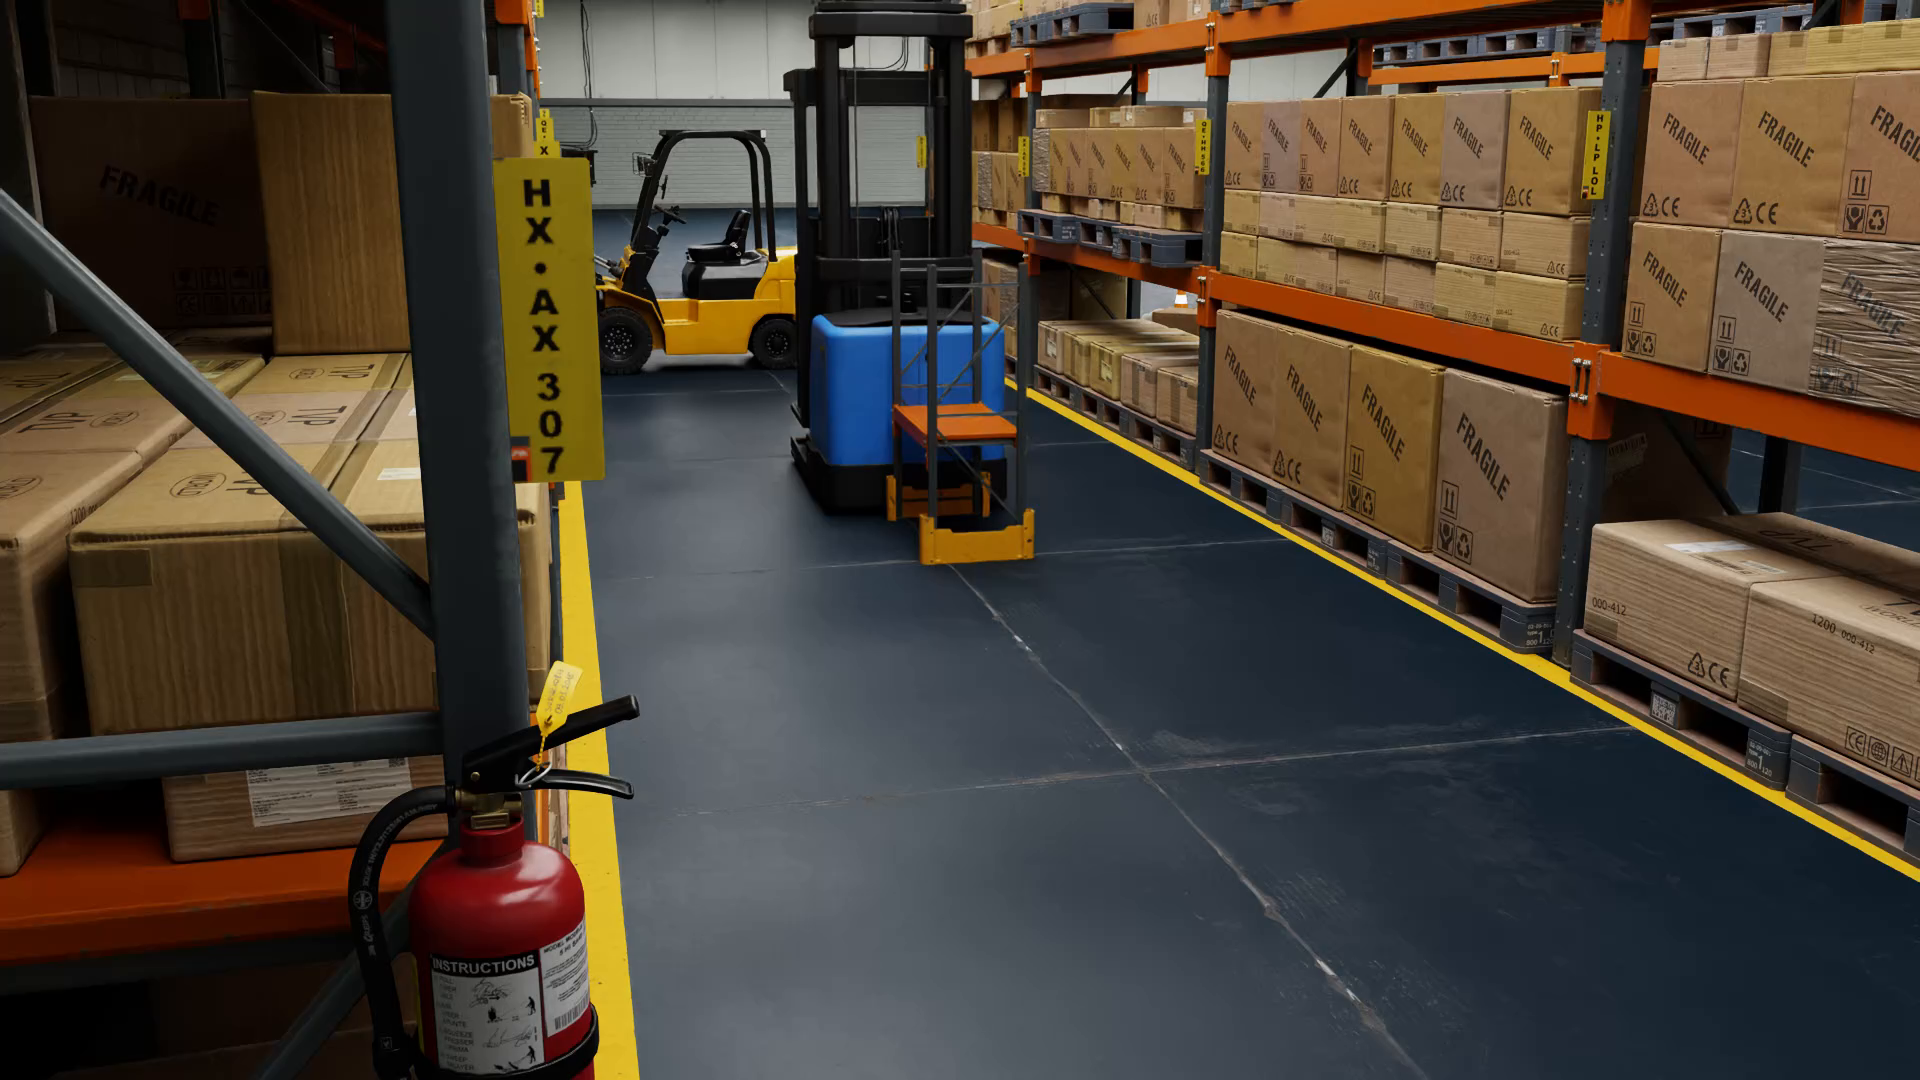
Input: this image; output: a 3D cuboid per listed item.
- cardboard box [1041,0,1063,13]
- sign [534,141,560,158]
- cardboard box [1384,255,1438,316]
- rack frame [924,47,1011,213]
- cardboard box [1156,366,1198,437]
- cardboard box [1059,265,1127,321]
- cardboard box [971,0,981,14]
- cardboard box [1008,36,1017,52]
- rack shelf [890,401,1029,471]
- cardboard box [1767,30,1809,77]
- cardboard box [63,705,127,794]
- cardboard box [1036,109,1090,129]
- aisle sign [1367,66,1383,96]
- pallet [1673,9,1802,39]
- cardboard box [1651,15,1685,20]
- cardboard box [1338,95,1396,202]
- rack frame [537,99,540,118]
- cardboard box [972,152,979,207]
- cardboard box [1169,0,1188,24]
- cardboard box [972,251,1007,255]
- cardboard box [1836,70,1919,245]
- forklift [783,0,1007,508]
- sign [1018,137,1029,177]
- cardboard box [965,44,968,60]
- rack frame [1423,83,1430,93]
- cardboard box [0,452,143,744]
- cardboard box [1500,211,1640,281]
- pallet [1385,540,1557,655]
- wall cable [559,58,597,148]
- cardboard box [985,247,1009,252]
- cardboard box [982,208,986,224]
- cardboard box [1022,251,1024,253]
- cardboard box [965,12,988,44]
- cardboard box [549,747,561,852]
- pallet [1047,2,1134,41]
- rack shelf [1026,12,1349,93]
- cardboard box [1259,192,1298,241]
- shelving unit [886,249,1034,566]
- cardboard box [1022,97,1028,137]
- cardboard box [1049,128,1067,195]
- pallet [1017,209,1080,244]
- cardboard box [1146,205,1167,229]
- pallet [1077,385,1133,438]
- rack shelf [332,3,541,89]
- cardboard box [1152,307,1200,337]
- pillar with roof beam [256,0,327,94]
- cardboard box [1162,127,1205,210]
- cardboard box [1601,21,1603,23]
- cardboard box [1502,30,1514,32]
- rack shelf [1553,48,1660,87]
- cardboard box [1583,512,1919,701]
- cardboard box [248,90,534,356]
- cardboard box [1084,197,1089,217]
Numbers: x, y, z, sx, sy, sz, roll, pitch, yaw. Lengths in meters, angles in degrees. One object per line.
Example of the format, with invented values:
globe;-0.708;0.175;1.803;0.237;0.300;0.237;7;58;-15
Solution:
cardboard box;0.929;-4.128;12.612;0.500;0.250;0.500;-3;14;-14
sign;-1.358;-1.143;5.460;0.100;0.325;0.005;-3;14;-13
cardboard box;2.372;-1.219;7.914;0.500;0.250;0.500;-4;14;-15
rack frame;0.122;-3.736;17.899;1.000;3.000;0.127;-3;14;-13
cardboard box;1.878;-0.949;11.143;0.950;0.372;0.625;-4;14;-17
cardboard box;1.186;-2.197;14.928;0.500;0.500;0.500;-3;14;-11
cardboard box;0.318;-4.949;15.393;0.380;0.149;0.250;-3;14;-12
cardboard box;0.634;-4.325;14.519;0.380;0.149;0.250;-3;14;-13
rack shelf;-0.020;-0.566;8.840;0.538;0.185;1.000;-3;14;-12
cardboard box;2.939;-1.615;5.533;0.380;0.149;0.250;-3;14;-14
cardboard box;-1.282;0.231;2.190;0.380;0.149;0.250;-3;14;-12
cardboard box;0.829;-3.397;13.423;0.380;0.149;0.250;-3;14;-13
aisle sign;4.602;-5.298;18.814;0.394;0.787;0.004;-3;14;-13
pallet;6.321;-3.959;12.888;1.003;0.211;1.213;-3;14;-11
cardboard box;5.852;-4.447;13.923;0.250;0.149;0.380;-3;14;-13
cardboard box;2.227;-1.947;8.258;0.500;0.500;0.500;-3;14;-12
rack frame;-4.702;-3.459;16.763;1.000;3.000;0.127;-3;14;-13
cardboard box;0.337;-3.451;15.894;0.500;0.500;0.500;-4;14;-14
cardboard box;1.788;-3.616;10.875;0.700;0.500;0.500;-3;14;-13
cardboard box;0.176;-2.641;16.747;0.500;0.500;0.500;-4;14;-15
cardboard box;3.039;-1.143;4.968;0.500;0.500;0.500;-3;14;-12
forklift;-0.515;-1.910;10.571;1.130;2.935;3.031;-3;14;-11
sign;0.536;-3.202;13.888;0.100;0.325;0.005;-3;14;-13
cardboard box;0.192;-4.679;15.967;0.380;0.149;0.250;-3;14;-13
rack frame;4.910;-4.035;19.124;1.000;3.000;0.127;-3;14;-13
cardboard box;-1.310;0.070;2.011;0.500;0.250;0.500;-3;14;-12
cardboard box;2.601;-1.226;6.887;0.500;0.250;0.500;-3;14;-13
pallet;2.686;0.213;7.610;1.003;0.211;1.213;-3;14;-13
wall cable;-11.866;-12.328;46.968;3.097;2.526;0.112;-3;14;-13
cardboard box;0.564;-2.798;17.390;0.500;0.500;0.500;-3;14;-13
cardboard box;0.417;-3.043;15.593;0.380;0.149;0.250;-4;14;-14
cardboard box;0.832;-2.914;16.494;0.380;0.149;0.250;-3;14;-11
cardboard box;0.337;-4.780;15.542;0.500;0.250;0.500;-3;14;-12
cardboard box;-1.185;0.769;3.839;0.500;0.500;0.500;-3;14;-12
pallet;1.350;-3.792;12.203;1.213;0.211;1.003;-3;14;-13
rack shelf;1.532;-3.460;11.963;1.077;0.370;4.000;-3;14;-13
cardboard box;2.001;-1.811;9.281;0.500;0.250;0.500;-3;14;-12
shelving unit;-0.018;-0.738;8.789;0.587;1.500;1.083;-3;14;-12
cardboard box;0.979;-3.842;15.389;0.700;0.500;0.500;-4;14;-14
cardboard box;1.011;-2.971;13.044;0.500;0.500;0.500;-3;14;-13
pallet;1.100;-2.536;13.390;1.003;0.211;1.213;-3;14;-13
cardboard box;1.460;-2.148;11.045;0.380;0.149;0.250;-3;14;-14
pallet;1.536;-0.997;12.564;1.003;0.211;1.213;-3;14;-13
rack shelf;-3.292;-3.182;10.827;1.077;0.370;4.000;-3;14;-13
cardboard box;2.133;-1.923;15.741;0.500;0.500;0.500;7;15;26
pillar with roof beam;0.180;-5.018;10.505;9.100;9.000;0.400;-3;14;-13
cardboard box;1.624;-2.377;10.614;0.500;0.500;0.500;-4;14;-15
cardboard box;5.749;-4.604;14.318;0.258;0.266;0.396;-4;14;-14
cardboard box;5.332;-4.884;15.712;0.380;0.149;0.250;-3;14;-12
rack shelf;6.319;-3.759;13.188;1.077;0.370;4.000;-3;14;-13
cardboard box;2.984;0.224;6.205;0.875;0.438;0.875;-3;14;-14
cardboard box;-1.141;-0.669;3.455;0.500;0.500;0.500;-3;14;-12
cardboard box;1.152;-2.512;12.534;0.380;0.149;0.250;-3;14;-13
